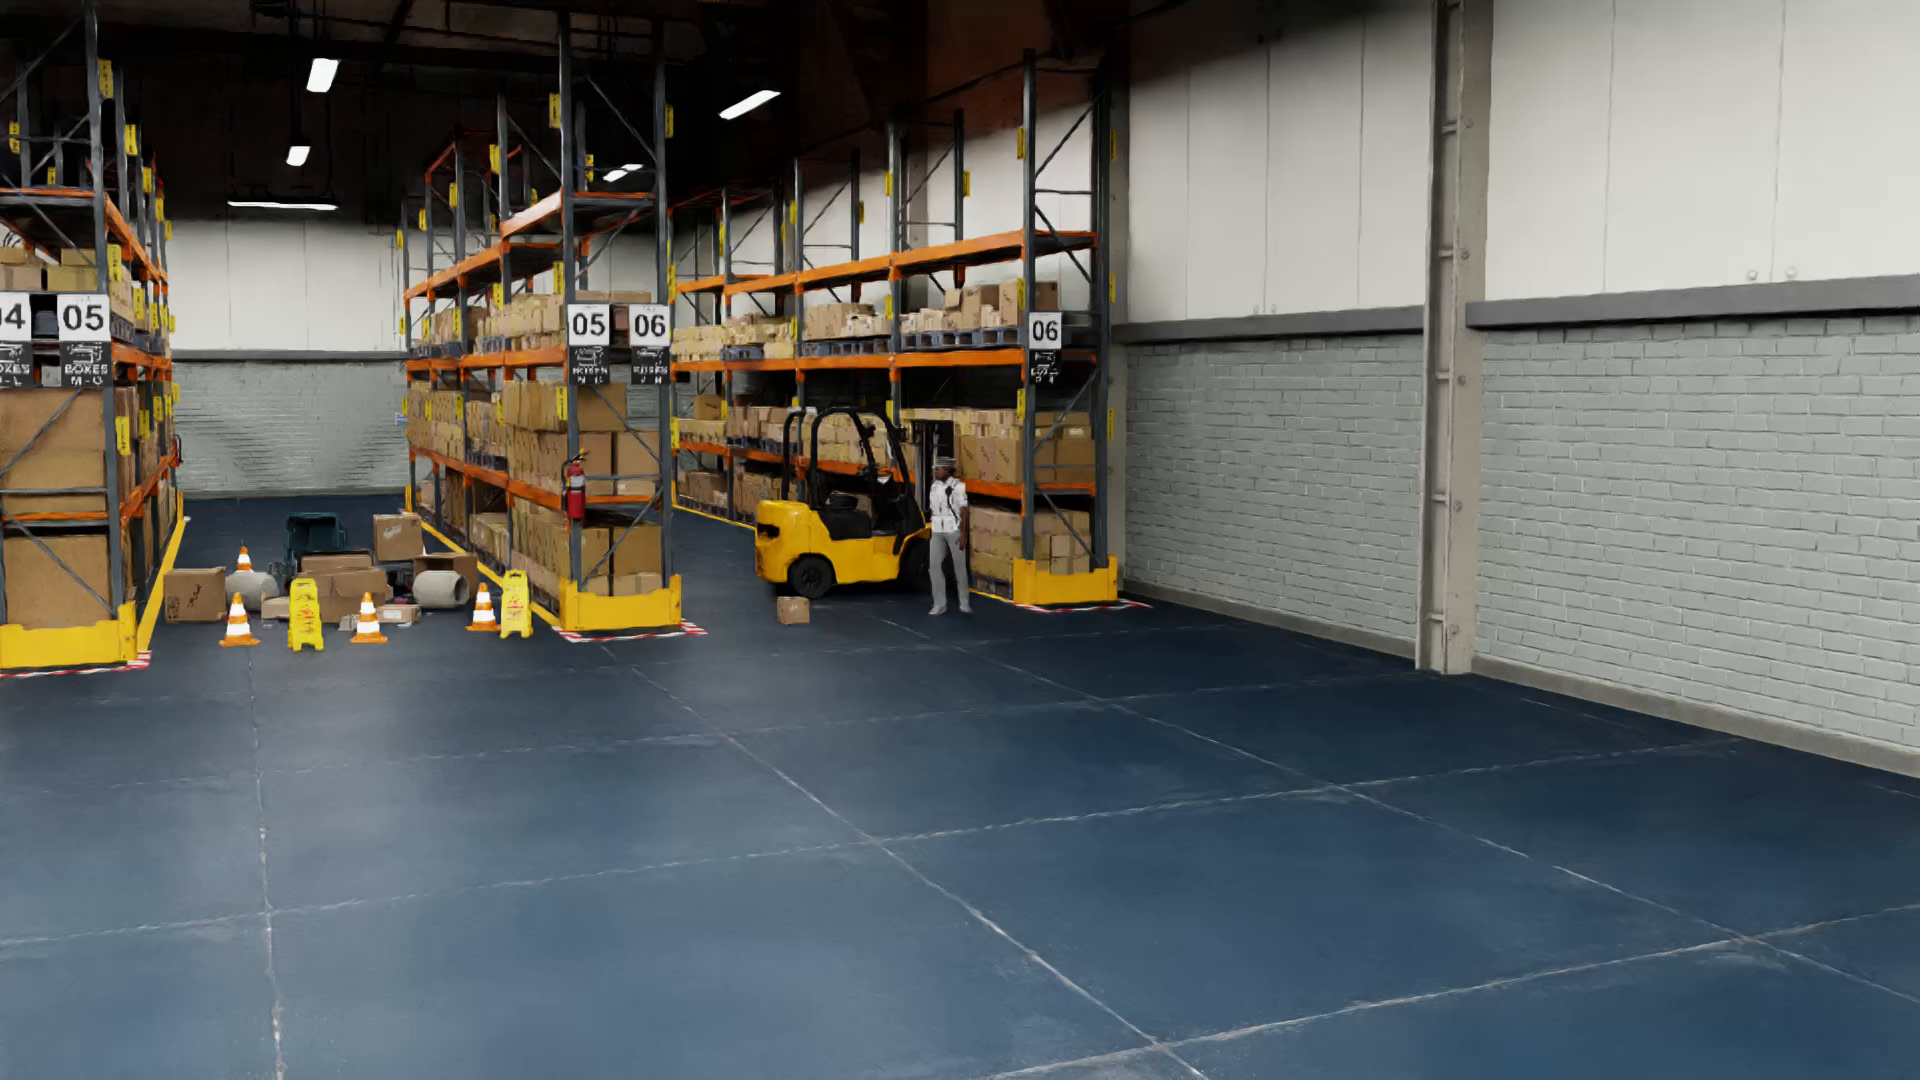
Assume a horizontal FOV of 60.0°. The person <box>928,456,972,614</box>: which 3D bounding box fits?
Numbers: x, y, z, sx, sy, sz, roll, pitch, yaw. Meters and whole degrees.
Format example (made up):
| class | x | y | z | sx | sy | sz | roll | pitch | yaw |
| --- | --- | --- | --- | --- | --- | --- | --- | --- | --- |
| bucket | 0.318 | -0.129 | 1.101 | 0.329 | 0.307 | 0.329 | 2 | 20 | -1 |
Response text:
| class | x | y | z | sx | sy | sz | roll | pitch | yaw |
| --- | --- | --- | --- | --- | --- | --- | --- | --- | --- |
| person | -0.106 | -0.029 | 17.546 | 0.484 | 1.728 | 0.439 | 3 | 6 | 27 |
